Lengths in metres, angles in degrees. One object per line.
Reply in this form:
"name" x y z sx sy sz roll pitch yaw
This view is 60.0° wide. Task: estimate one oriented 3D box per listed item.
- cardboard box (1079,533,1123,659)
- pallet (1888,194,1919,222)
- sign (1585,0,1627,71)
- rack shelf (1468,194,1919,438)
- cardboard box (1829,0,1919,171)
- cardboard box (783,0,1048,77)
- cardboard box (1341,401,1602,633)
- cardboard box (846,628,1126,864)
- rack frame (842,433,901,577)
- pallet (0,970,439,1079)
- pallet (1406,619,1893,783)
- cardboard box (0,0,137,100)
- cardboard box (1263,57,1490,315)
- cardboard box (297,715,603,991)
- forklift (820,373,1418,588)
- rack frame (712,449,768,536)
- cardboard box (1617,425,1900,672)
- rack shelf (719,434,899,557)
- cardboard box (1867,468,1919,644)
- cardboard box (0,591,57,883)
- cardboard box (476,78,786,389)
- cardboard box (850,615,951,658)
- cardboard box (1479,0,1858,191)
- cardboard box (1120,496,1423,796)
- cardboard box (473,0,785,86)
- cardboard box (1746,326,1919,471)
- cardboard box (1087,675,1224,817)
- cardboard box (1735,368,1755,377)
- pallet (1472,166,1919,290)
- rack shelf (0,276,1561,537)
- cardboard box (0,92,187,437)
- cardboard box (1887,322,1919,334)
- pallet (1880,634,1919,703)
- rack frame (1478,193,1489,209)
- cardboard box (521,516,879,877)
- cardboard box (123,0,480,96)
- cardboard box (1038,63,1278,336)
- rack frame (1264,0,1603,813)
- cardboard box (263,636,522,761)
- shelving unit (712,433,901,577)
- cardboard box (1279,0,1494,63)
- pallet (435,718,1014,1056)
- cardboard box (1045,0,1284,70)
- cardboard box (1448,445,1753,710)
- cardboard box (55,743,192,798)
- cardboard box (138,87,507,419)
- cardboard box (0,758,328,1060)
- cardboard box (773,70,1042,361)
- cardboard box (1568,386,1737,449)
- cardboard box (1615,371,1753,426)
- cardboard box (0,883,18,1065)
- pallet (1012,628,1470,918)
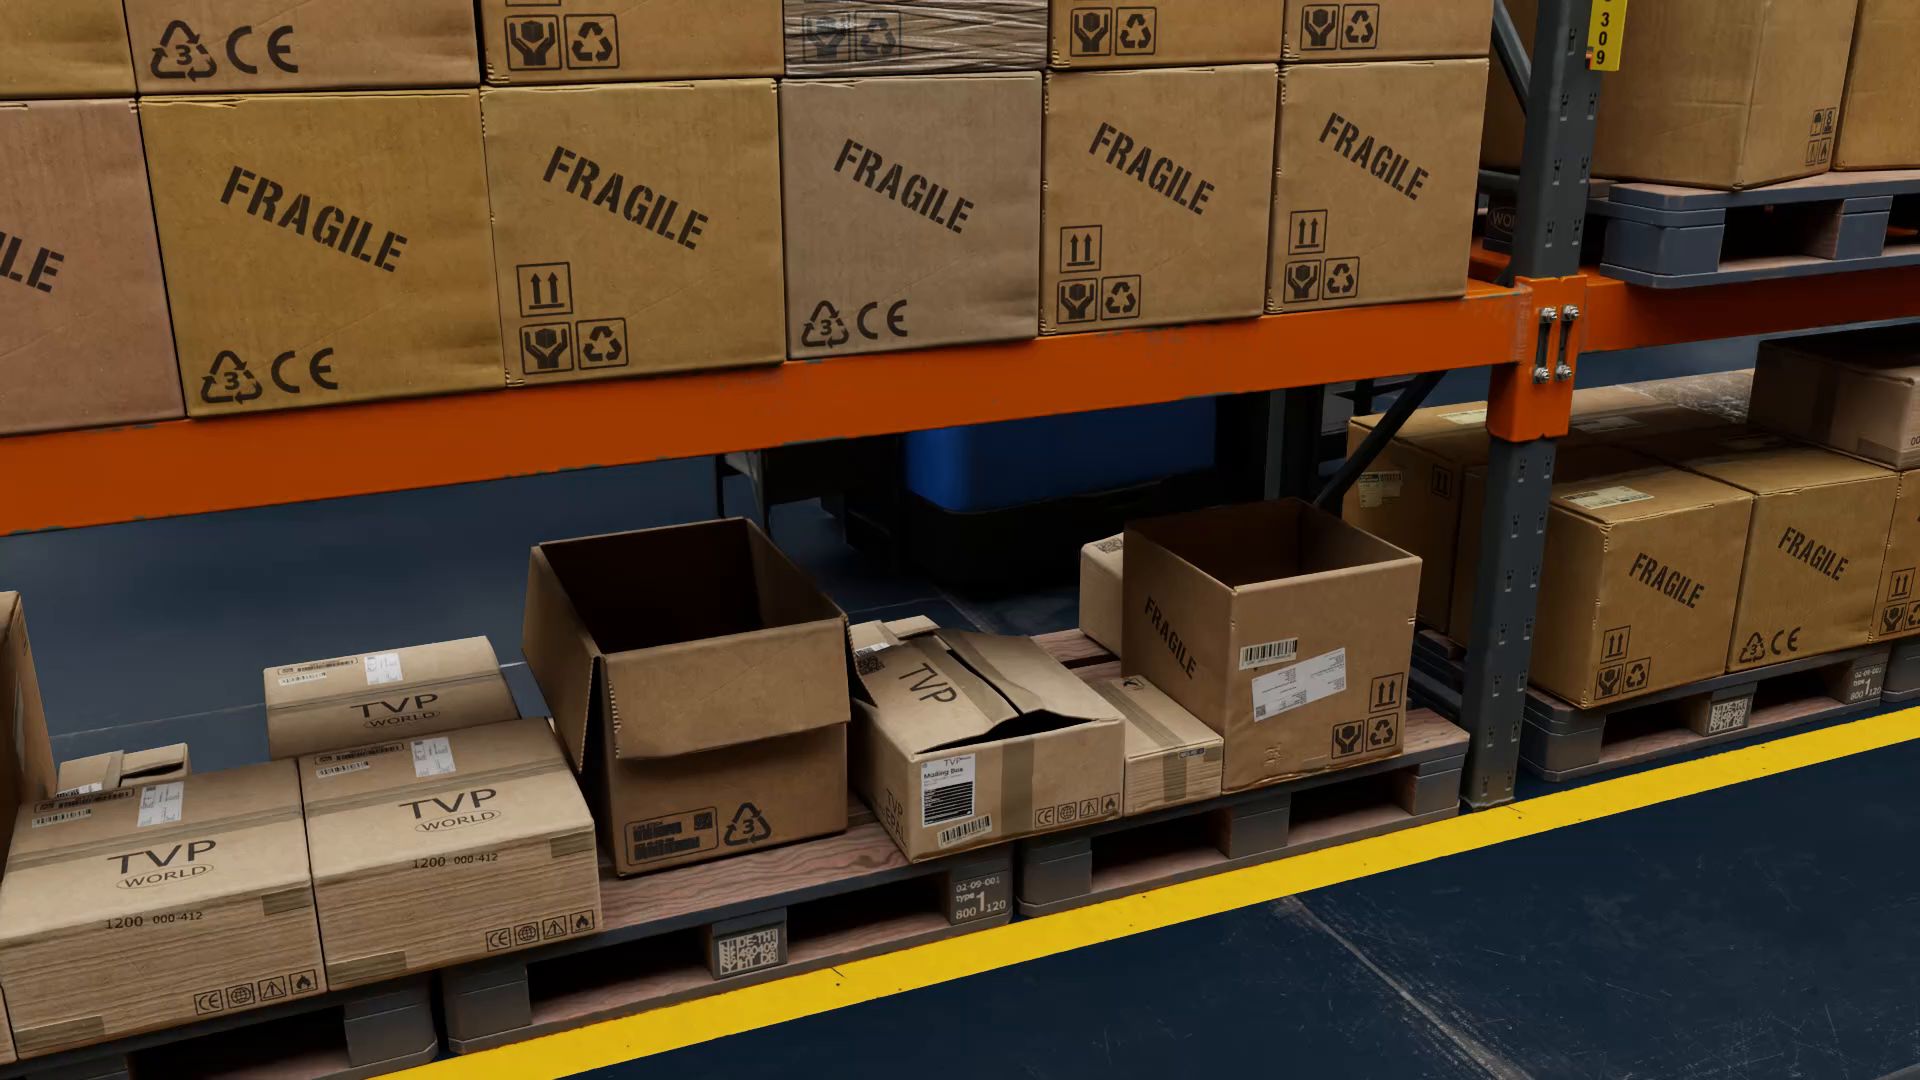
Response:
"cardboard box" 0.657 0.149 4.469 0.500 0.311 0.500 -8 21 -22
"pallet" 3.017 -1.080 4.861 1.213 0.211 1.003 -8 21 -22
"sign" 1.350 -1.145 3.455 0.005 0.325 0.100 -8 21 -22
"rack shelf" 2.965 -0.825 4.932 4.000 0.370 1.077 -8 21 -22
"cardboard box" 2.258 -1.251 4.274 0.500 0.500 0.700 -5 20 -13
"cardboard box" -0.165 -1.140 3.088 0.500 0.500 0.500 -8 21 -21
"cardboard box" 1.468 -0.082 4.840 0.500 0.500 0.500 -8 21 -22
"cardboard box" 0.029 0.419 3.700 0.500 0.311 0.500 -8 21 -22
"rack frame" -0.312 -0.921 5.477 0.015 2.100 0.400 -12 22 -30
"pallet" -1.743 0.825 3.361 1.213 0.211 1.003 -8 21 -22
"pallet" 1.860 0.295 4.865 1.213 0.211 1.003 -8 21 -22
"cardboard box" -1.556 -0.943 2.528 0.500 0.500 0.500 -8 21 -21
"cardboard box" 0.771 -0.805 3.640 0.500 0.500 0.500 -8 21 -21
"cardboard box" -1.015 0.598 3.286 0.500 0.250 0.500 -8 21 -22
"forklift" 1.006 -1.571 6.072 3.031 2.935 1.130 -12 22 -30
"rack frame" -0.727 -0.836 5.235 0.015 2.100 0.400 -12 22 -30
"cardboard box" 2.154 0.007 4.586 0.500 0.500 0.500 -8 21 -21
"rack shelf" -0.519 -0.206 5.593 0.480 0.518 0.431 -12 22 -30
"cardboard box" 2.616 -0.056 4.766 0.500 0.500 0.500 -8 21 -21
"cardboard box" -2.143 0.450 3.330 0.500 0.500 0.500 -8 21 -22
"cardboard box" -0.639 -0.600 3.059 0.500 0.500 0.500 -8 21 -21
"cardboard box" -0.133 0.334 4.162 0.250 0.166 0.380 -8 21 -22
"cardboard box" 1.652 -1.141 3.962 0.500 0.500 0.700 -17 26 -40
"cardboard box" 0.718 0.232 3.949 0.500 0.500 0.500 -8 21 -22
"cardboard box" -0.628 -1.074 2.901 0.500 0.500 0.500 -8 21 -22
"cardboard box" 2.587 -0.404 4.626 0.500 0.250 0.500 -8 21 -22
"cardboard box" 0.397 0.465 3.815 0.250 0.149 0.380 -8 21 -22
"cardboard box" 2.852 -0.278 5.396 0.500 0.500 0.500 -9 21 -24
"pallet" 1.905 -0.883 4.301 1.213 0.211 1.003 -8 21 -22
"rack shelf" -0.708 -0.299 3.438 4.000 0.370 1.077 -8 21 -22
"cardboard box" -1.561 -0.470 2.689 0.500 0.500 0.500 -8 21 -22
"cardboard box" 3.048 -0.471 4.814 0.500 0.250 0.500 -9 21 -23
"pallet" 2.982 0.134 5.325 1.213 0.211 1.003 -8 21 -22
"rack frame" 2.843 -2.939 9.851 0.127 3.000 1.000 -8 21 -22
"cardboard box" -0.595 0.317 3.701 0.637 0.503 0.797 -8 21 -22
"cardboard box" -1.094 -1.007 2.710 0.500 0.500 0.500 -8 21 -21
"cardboard box" 0.298 -0.736 3.446 0.500 0.500 0.500 -8 21 -20
"rack frame" 1.128 -0.901 4.065 0.127 3.000 1.000 -8 21 -22
"cardboard box" -1.259 0.452 3.700 0.500 0.250 0.500 -8 21 -22
"shelving unit" -0.519 -0.879 5.356 0.503 2.100 0.431 -12 22 -30
"cardboard box" 0.767 -1.275 3.470 0.500 0.500 0.500 -8 21 -22
"pallet" -0.624 0.666 3.813 1.213 0.211 1.003 -8 21 -22
"cardboard box" 0.297 -1.206 3.276 0.500 0.500 0.500 -9 21 -23
"cardboard box" 1.669 0.081 4.377 0.500 0.500 0.500 -9 21 -24
"cardboard box" -1.735 0.581 3.458 0.250 0.166 0.380 -8 21 -22
"cardboard box" -1.099 -0.535 2.874 0.500 0.500 0.500 -8 21 -22
"cardboard box" -1.474 0.663 3.099 0.500 0.250 0.500 -8 21 -22
"cardboard box" -0.173 -0.668 3.252 0.500 0.500 0.500 -8 21 -21
"cardboard box" 1.925 -0.145 5.018 0.500 0.500 0.500 -8 21 -22
"cardboard box" 2.386 -0.210 5.205 0.500 0.500 0.500 -8 21 -21
"cardboard box" -1.794 0.771 2.921 0.250 0.166 0.380 -8 21 -22
"pallet" 0.497 0.504 4.273 1.213 0.211 1.003 -8 21 -22
